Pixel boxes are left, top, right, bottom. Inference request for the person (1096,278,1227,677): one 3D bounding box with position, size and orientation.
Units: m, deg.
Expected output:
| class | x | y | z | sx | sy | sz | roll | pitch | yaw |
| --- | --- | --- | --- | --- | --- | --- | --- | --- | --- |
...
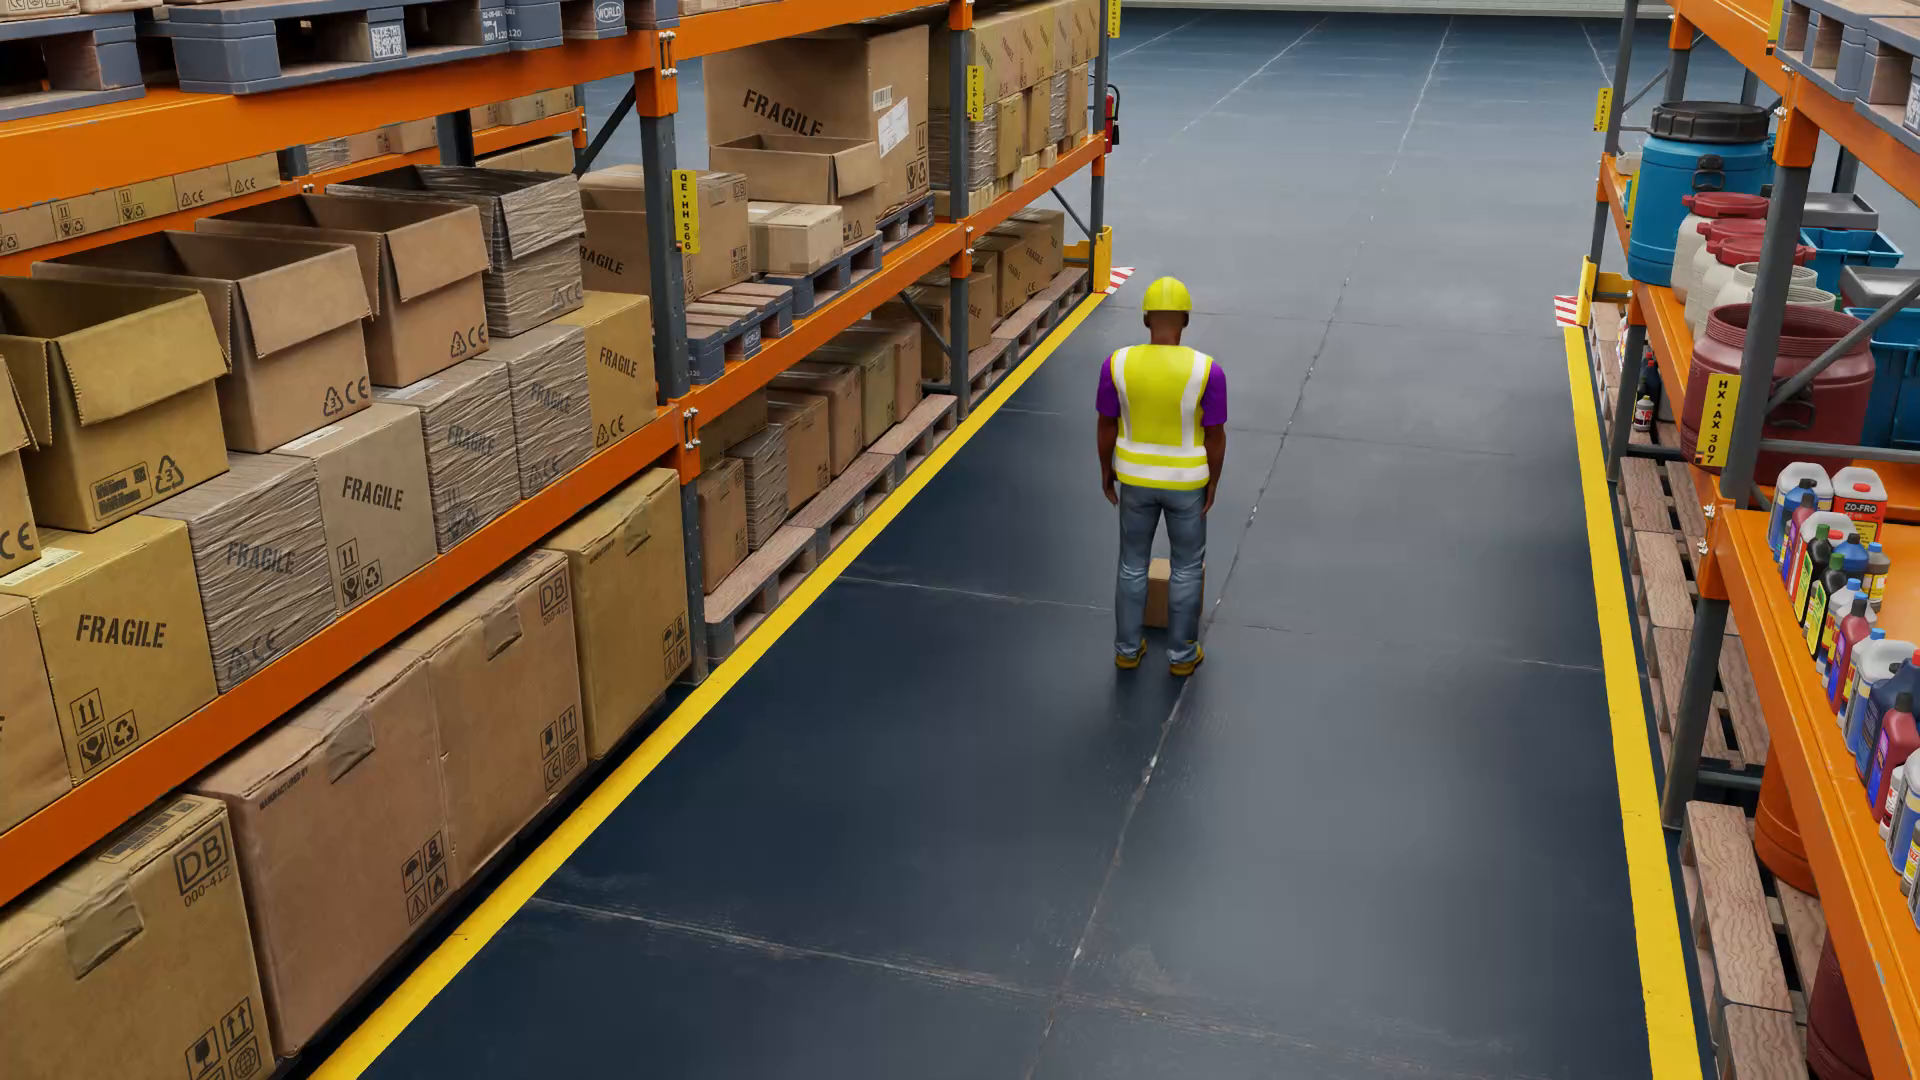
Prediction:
| class | x | y | z | sx | sy | sz | roll | pitch | yaw |
| --- | --- | --- | --- | --- | --- | --- | --- | --- | --- |
| person | 0.868 | -0.268 | 7.230 | 0.566 | 1.760 | 0.365 | 7 | 23 | 17 |
